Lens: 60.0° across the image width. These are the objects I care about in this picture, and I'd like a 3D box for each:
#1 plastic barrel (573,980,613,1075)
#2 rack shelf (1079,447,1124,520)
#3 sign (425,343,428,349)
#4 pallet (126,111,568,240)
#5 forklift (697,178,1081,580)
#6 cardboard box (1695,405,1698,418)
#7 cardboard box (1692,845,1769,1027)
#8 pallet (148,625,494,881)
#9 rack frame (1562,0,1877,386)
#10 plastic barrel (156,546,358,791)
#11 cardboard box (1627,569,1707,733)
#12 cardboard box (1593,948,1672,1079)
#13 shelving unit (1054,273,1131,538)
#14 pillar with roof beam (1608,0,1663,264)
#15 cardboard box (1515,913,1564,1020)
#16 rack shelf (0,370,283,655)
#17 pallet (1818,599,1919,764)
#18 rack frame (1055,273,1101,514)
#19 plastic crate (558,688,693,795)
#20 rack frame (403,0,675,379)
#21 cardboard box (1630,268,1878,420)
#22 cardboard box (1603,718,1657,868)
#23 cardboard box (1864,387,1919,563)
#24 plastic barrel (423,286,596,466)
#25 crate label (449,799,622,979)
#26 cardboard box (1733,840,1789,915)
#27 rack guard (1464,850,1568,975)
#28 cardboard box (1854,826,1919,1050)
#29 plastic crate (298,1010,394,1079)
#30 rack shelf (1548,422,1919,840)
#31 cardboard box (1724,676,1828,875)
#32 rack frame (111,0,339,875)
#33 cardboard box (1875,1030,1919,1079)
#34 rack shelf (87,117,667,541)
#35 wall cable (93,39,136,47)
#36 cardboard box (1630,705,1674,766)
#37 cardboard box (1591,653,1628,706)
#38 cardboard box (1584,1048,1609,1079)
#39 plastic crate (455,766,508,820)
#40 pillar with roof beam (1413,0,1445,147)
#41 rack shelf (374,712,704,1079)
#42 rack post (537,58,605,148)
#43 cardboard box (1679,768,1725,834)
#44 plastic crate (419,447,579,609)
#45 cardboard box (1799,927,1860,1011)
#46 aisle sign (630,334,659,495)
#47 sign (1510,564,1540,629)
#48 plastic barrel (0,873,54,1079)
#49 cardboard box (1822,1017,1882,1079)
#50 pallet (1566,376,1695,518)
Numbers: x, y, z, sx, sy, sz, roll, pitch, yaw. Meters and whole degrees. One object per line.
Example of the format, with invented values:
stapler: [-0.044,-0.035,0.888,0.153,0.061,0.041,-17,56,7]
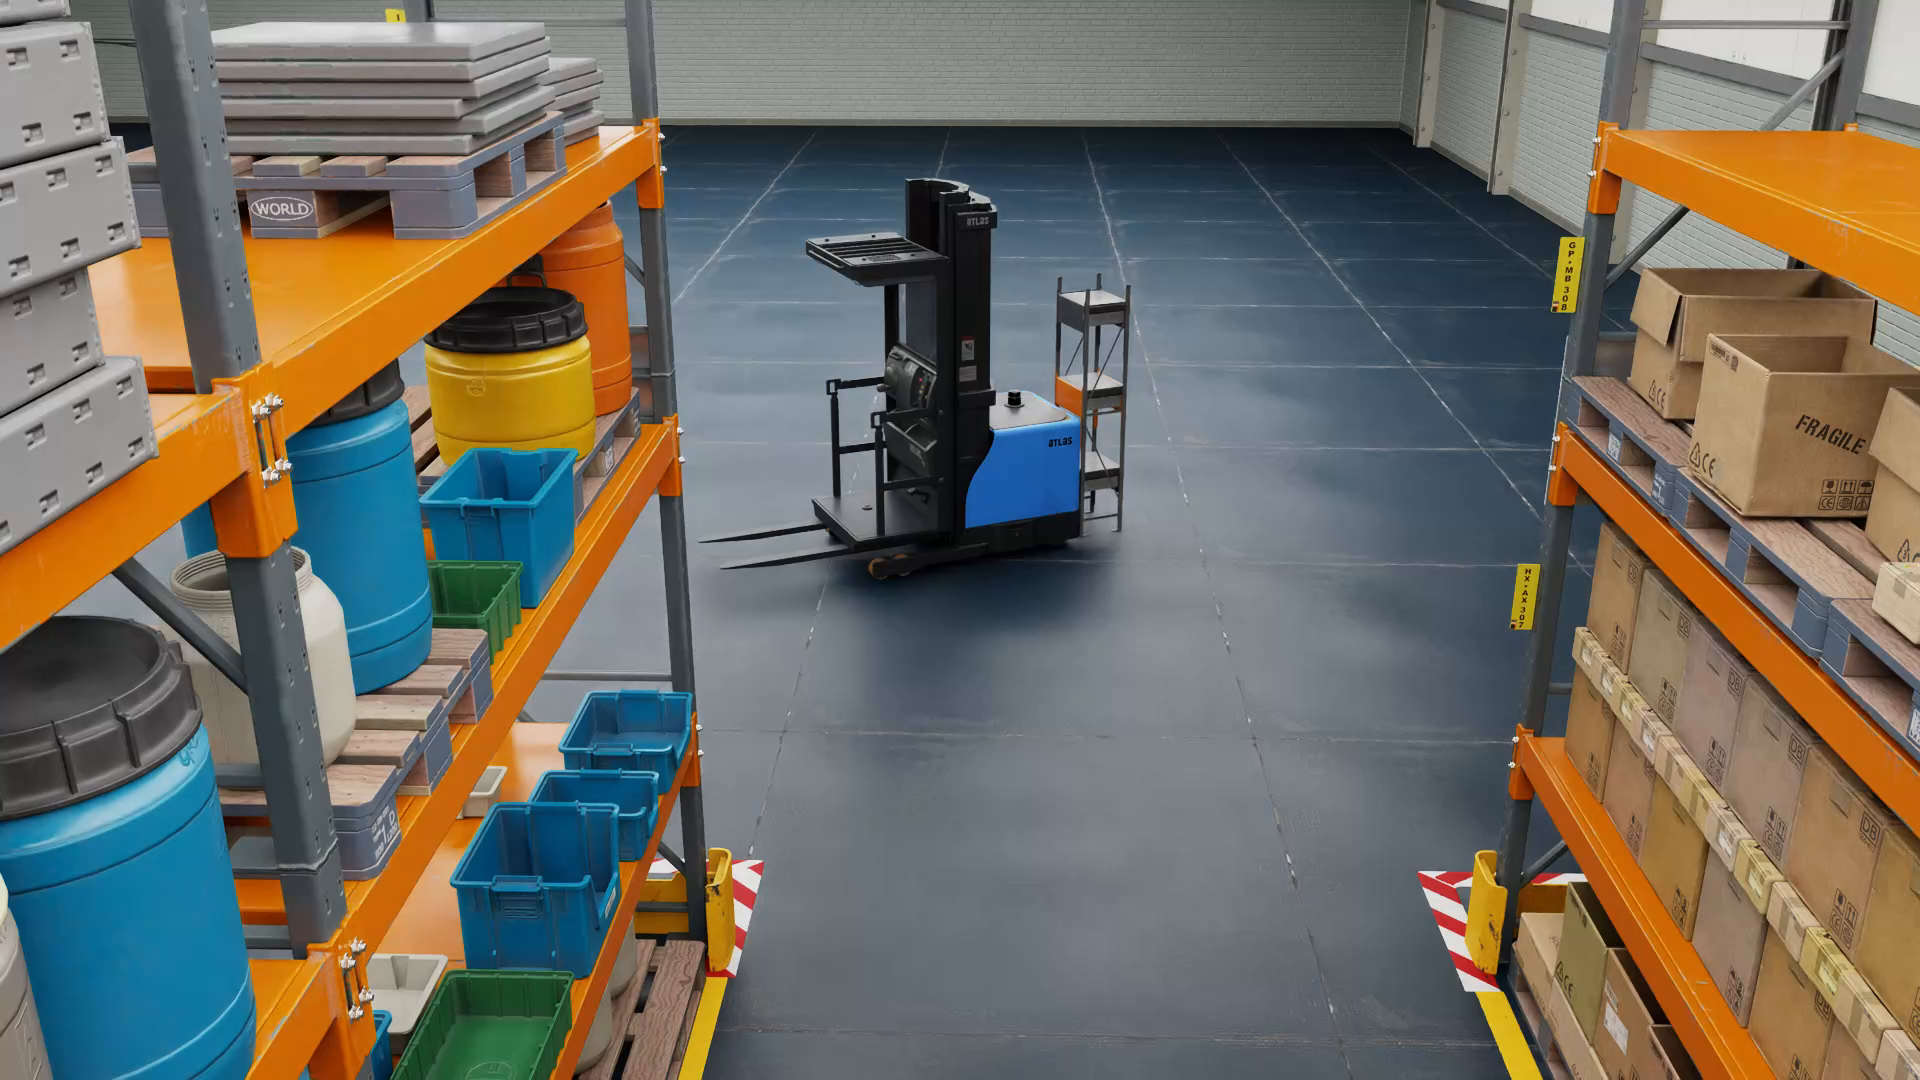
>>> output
plastic barrel: [-1.742,2.041,7.275,0.421,0.512,0.421,0,21,0]
rack shelf: [1.078,-0.446,14.043,0.431,0.518,0.480,-9,23,-22]
sign: [-2.333,-0.754,7.459,0.100,0.325,0.005,1,21,2]
pallet: [-1.873,-1.160,5.186,1.003,0.211,1.213,1,21,2]
forklift: [-0.576,-1.274,13.053,3.031,2.935,1.130,-9,23,-22]
cardboard box: [2.955,-0.406,6.150,0.380,0.149,0.250,1,21,2]
cardboard box: [3.096,1.394,5.944,0.700,0.500,0.500,1,21,3]
pallet: [-1.981,0.531,4.423,1.213,0.211,1.003,1,21,2]
rack frame: [3.167,-2.084,6.754,1.000,3.000,0.127,1,21,2]
plastic barrel: [-1.696,0.303,4.013,0.421,0.512,0.421,0,21,0]
cardboard box: [3.128,0.439,6.612,0.700,0.500,0.500,0,21,0]
cardboard box: [2.913,2.002,6.699,0.500,0.500,0.500,1,21,2]
shelving unit: [1.078,-1.112,13.785,0.431,2.100,0.503,-9,23,-22]
pillar with roof beam: [5.207,-8.324,22.836,9.100,9.000,0.400,1,21,2]
cardboard box: [2.929,1.990,7.767,0.500,0.250,0.500,1,21,2]
rack shelf: [-1.966,0.551,1.509,1.077,0.370,4.000,1,21,2]
pallet: [3.046,0.493,4.381,1.003,0.211,1.213,1,21,2]
rack frame: [0.978,-1.192,13.992,0.400,2.100,0.015,-9,23,-22]
plastic crate: [-1.500,0.910,7.535,0.499,0.251,0.616,1,21,2]
rack frame: [-1.783,-2.140,6.898,1.000,3.000,0.127,1,21,2]
cardboard box: [3.146,-0.787,6.641,0.797,0.503,0.637,2,21,5]
cardboard box: [3.129,1.024,6.897,0.700,0.500,0.500,1,21,3]
cardboard box: [3.222,-0.143,4.980,0.797,0.503,0.637,3,21,8]
plastic barrel: [-1.691,-0.612,6.265,0.600,0.588,0.600,0,21,0]
crate label: [-1.569,1.309,6.254,0.502,0.435,0.616,1,21,2]
cardboard box: [2.885,1.154,5.667,0.380,0.149,0.250,1,21,3]
rack guard: [3.168,1.869,8.314,1.175,0.500,0.348,1,21,2]
cardboard box: [3.067,1.164,4.744,0.700,0.500,0.500,1,21,1]
plastic crate: [-2.143,1.769,5.322,0.499,0.251,0.616,1,21,2]
rack shelf: [3.107,0.373,5.563,1.077,0.370,4.000,1,21,2]
cardboard box: [3.099,0.802,5.676,0.700,0.500,0.500,1,21,2]
rack frame: [-1.905,-0.694,3.171,1.000,3.000,0.127,1,21,2]
cardboard box: [2.855,1.525,4.710,0.380,0.149,0.250,0,21,0]
rack shelf: [-1.844,-0.895,5.237,1.077,0.370,4.000,1,21,2]
wall cable: [-20.199,-12.565,38.058,3.097,2.526,0.112,1,21,2]
cardboard box: [2.916,0.780,6.631,0.380,0.149,0.250,0,21,1]
cardboard box: [2.935,0.598,7.098,0.380,0.149,0.250,0,21,0]
cardboard box: [2.902,2.352,6.835,0.500,0.250,0.500,1,21,2]
plastic crate: [-2.132,1.100,7.206,0.298,0.136,0.250,1,21,2]
pillar with roof beam: [5.572,-12.663,34.018,9.100,9.000,0.400,1,21,2]
rack shelf: [-1.844,1.715,6.250,1.077,0.370,4.000,1,21,2]
rack post: [-1.934,-1.635,6.288,0.937,0.300,0.954,3,21,7]
cardboard box: [2.903,0.969,6.144,0.380,0.149,0.250,0,21,1]
plastic crate: [-1.541,-0.042,5.658,0.392,0.384,0.575,1,21,2]
cardboard box: [2.873,1.341,5.184,0.380,0.149,0.250,1,21,1]
aisle sign: [-1.484,-0.578,7.572,0.394,0.787,0.004,1,21,2]
sign: [2.613,0.264,7.690,0.100,0.325,0.005,1,21,2]
plastic barrel: [-1.724,0.894,2.533,0.600,0.901,0.600,0,21,0]
cardboard box: [3.063,1.761,4.999,0.700,0.500,0.500,0,21,1]
pallet: [3.120,-0.389,6.655,1.003,0.211,1.213,1,21,2]
